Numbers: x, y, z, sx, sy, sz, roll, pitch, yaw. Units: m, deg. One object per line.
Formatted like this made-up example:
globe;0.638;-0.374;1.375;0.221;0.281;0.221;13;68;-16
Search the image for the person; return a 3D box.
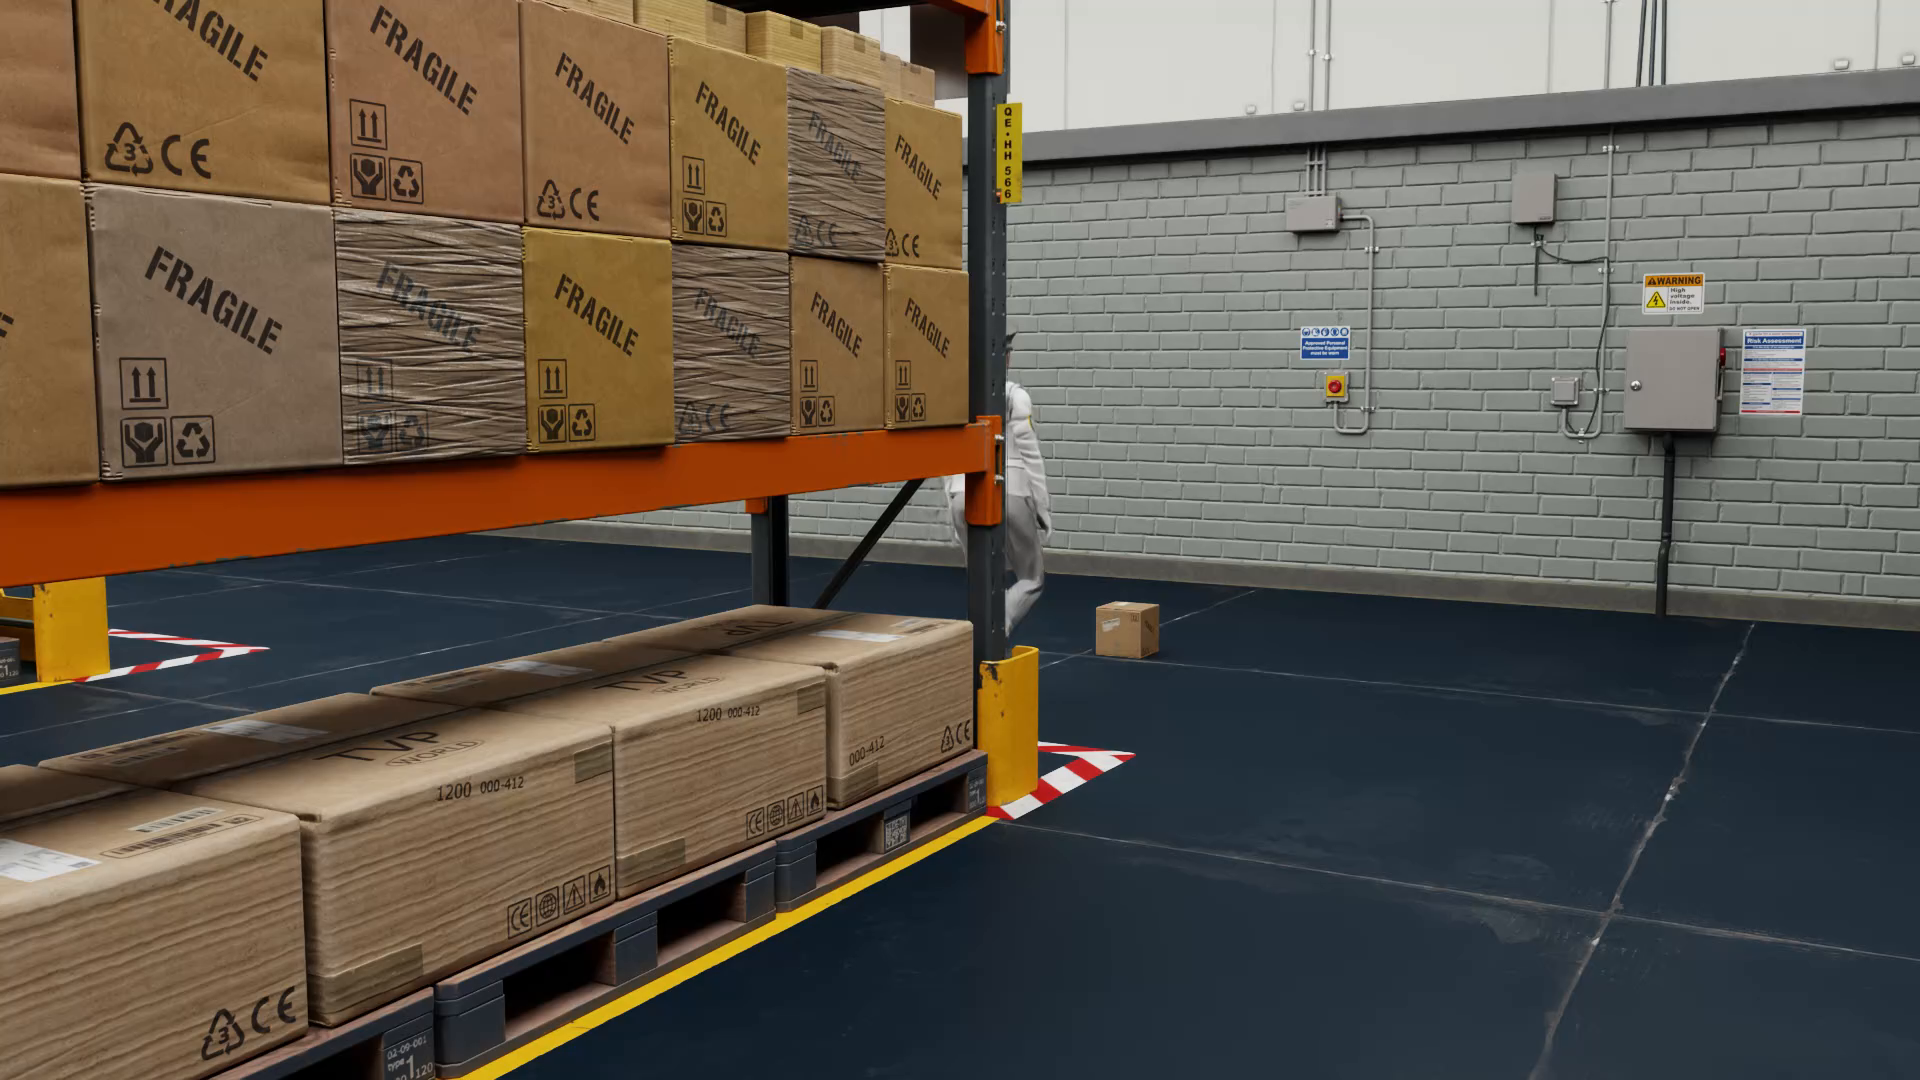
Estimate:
person;0.103;-0.133;7.398;0.538;1.674;0.489;4;7;34
